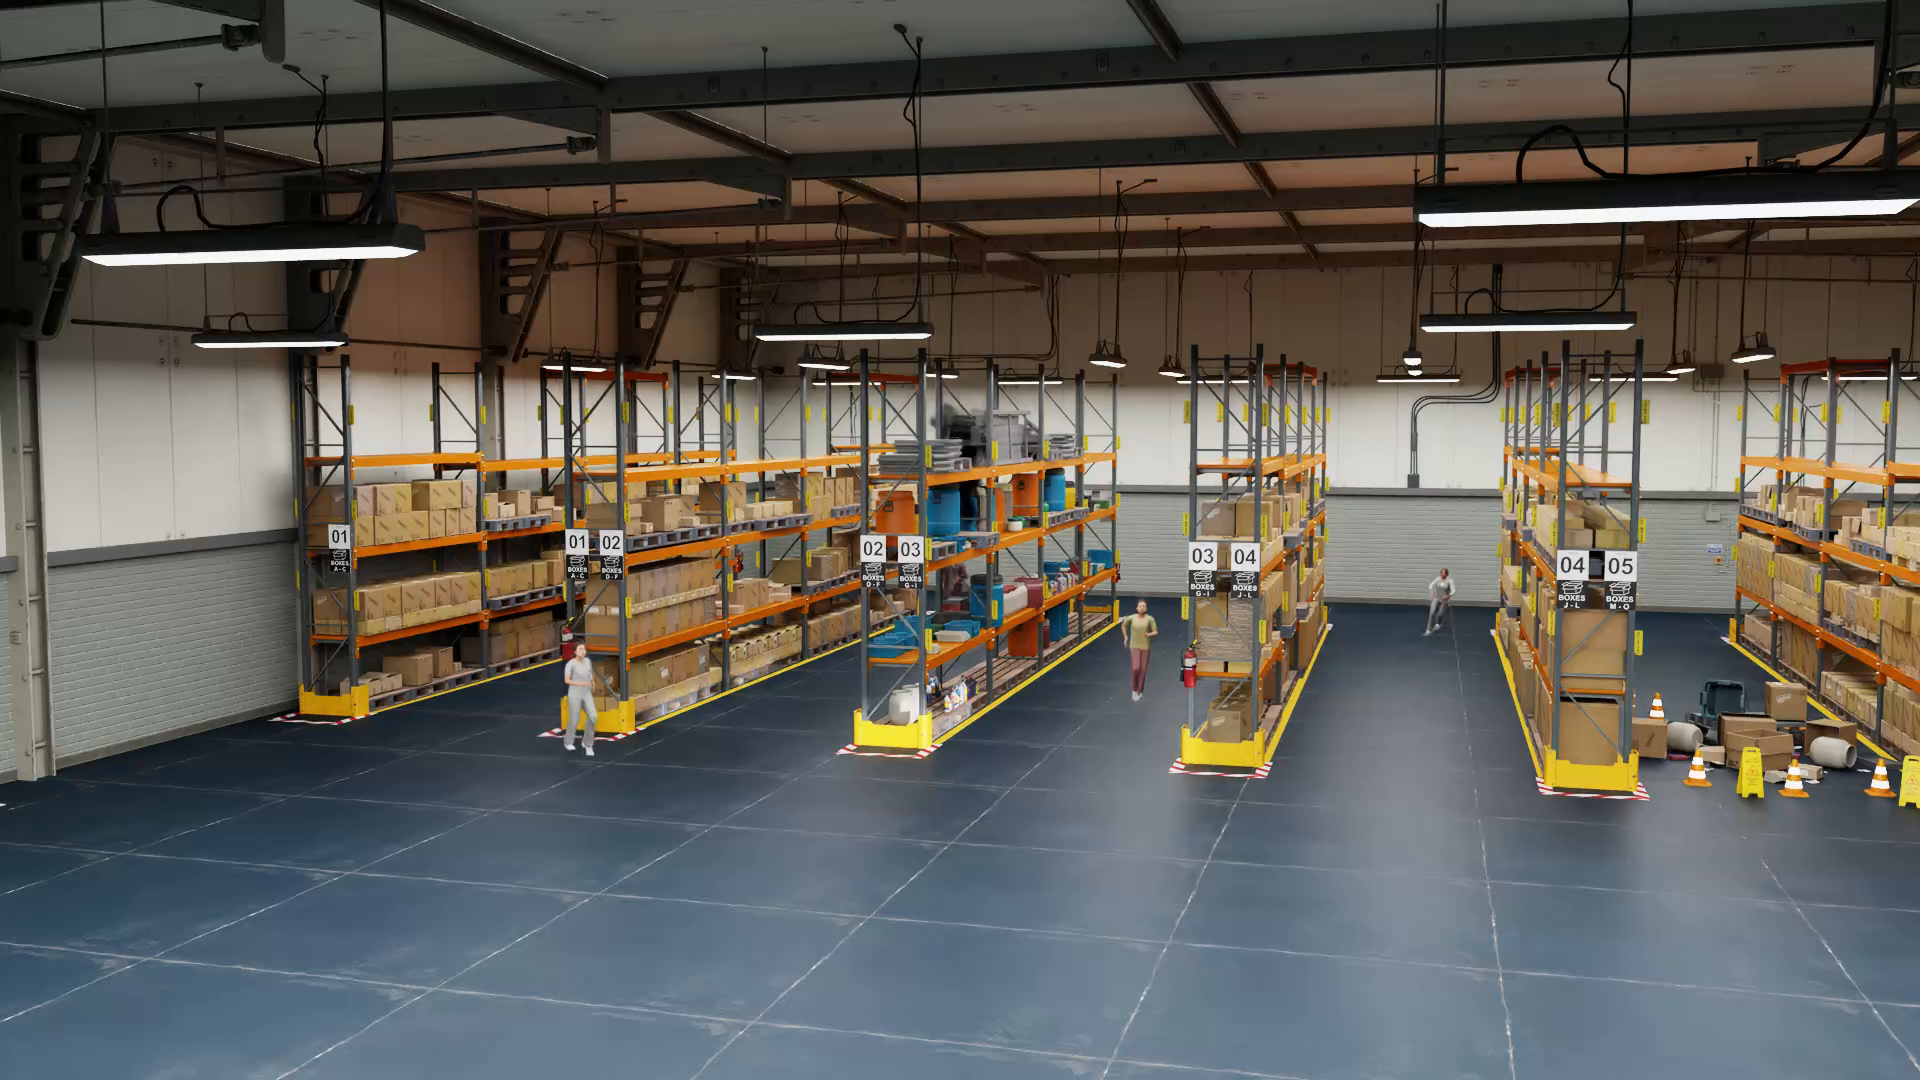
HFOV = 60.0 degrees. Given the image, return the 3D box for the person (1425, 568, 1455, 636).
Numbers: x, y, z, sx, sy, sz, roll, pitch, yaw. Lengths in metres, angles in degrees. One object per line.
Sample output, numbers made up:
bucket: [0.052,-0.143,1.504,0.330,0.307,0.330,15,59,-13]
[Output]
person: [11.006,1.398,38.016,0.602,1.550,0.780,2,5,26]

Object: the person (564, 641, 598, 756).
person: [-5.591,2.348,24.522,0.581,1.730,0.725,-4,6,-43]

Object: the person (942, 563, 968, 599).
person: [-0.169,1.178,39.276,0.717,1.785,1.014,1,4,11]

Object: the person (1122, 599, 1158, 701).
person: [2.983,1.825,27.510,0.565,1.689,0.594,0,4,-1]
